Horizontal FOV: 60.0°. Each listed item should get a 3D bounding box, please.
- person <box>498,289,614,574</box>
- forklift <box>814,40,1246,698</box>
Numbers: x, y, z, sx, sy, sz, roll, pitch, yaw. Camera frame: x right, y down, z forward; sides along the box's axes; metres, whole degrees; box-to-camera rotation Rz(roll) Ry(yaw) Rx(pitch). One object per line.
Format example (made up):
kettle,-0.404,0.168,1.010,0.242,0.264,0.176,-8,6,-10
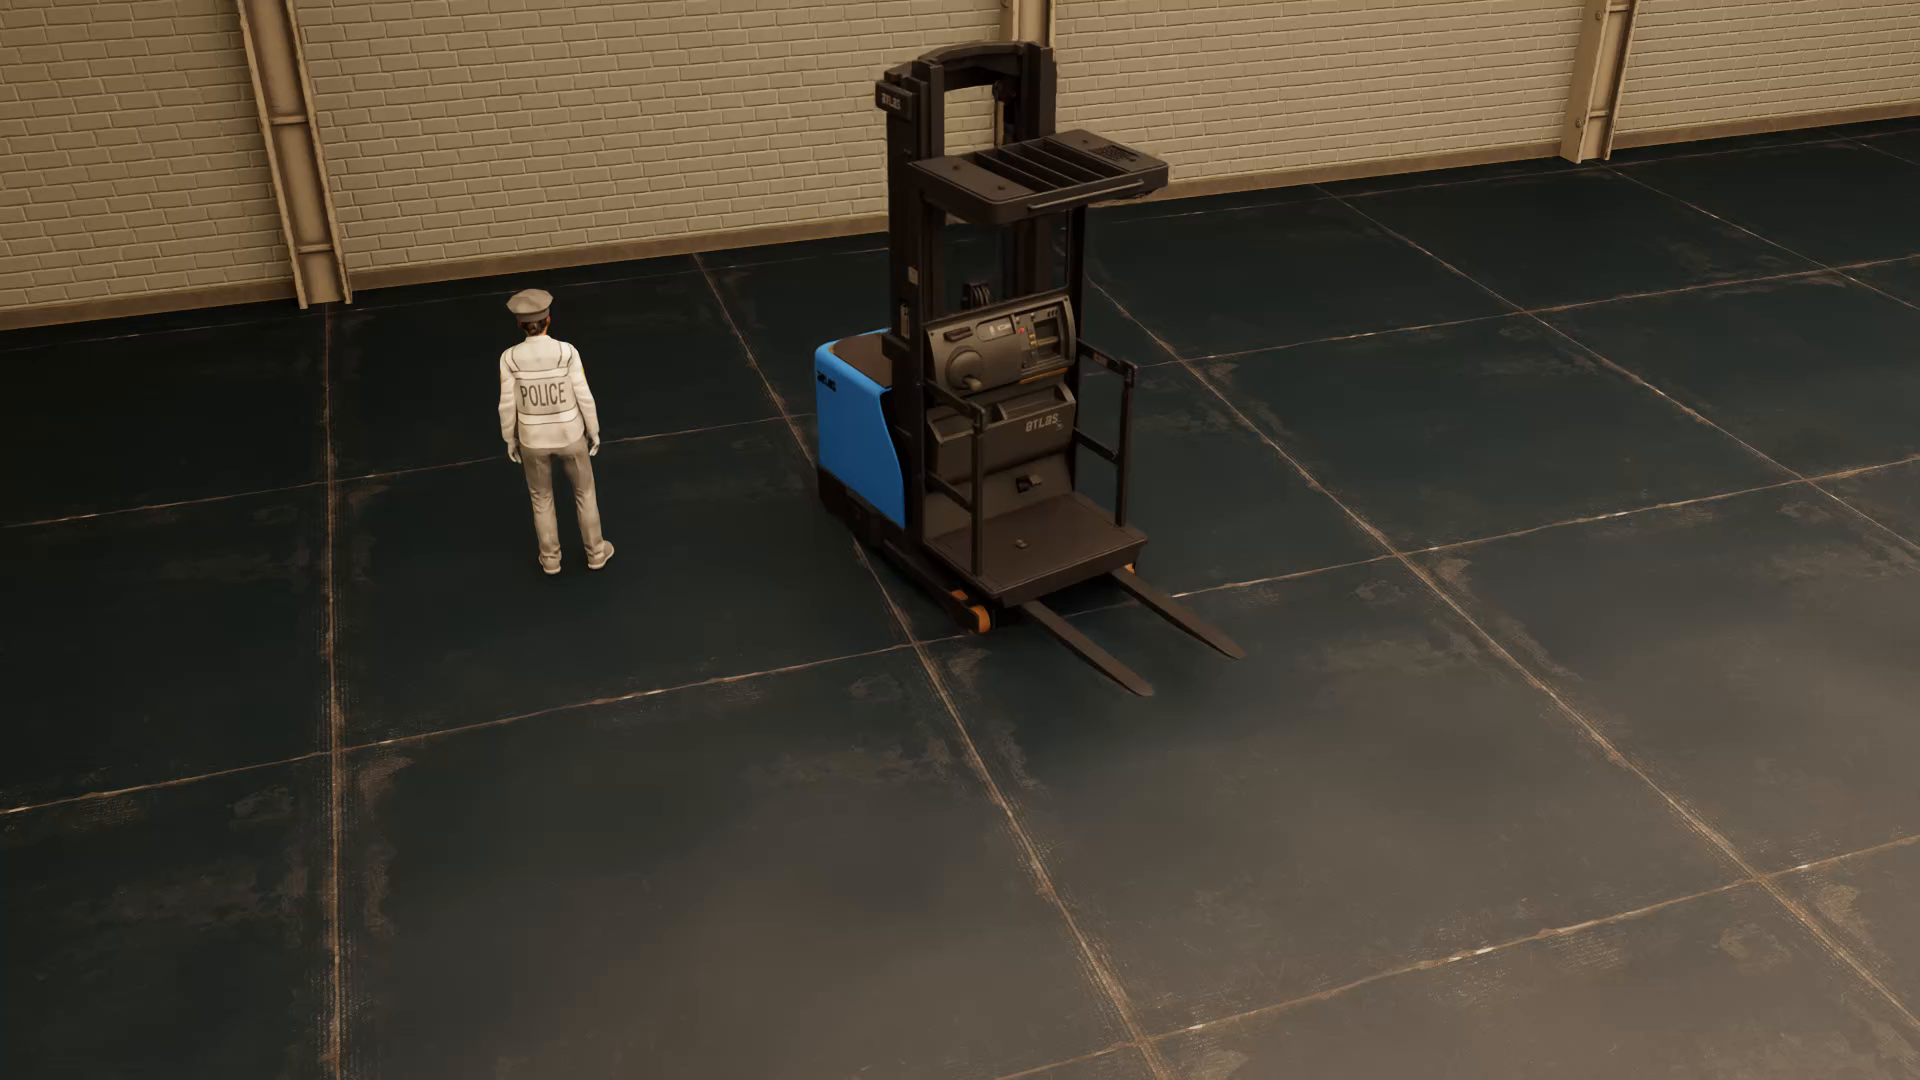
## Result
person,-2.297,-0.574,9.360,0.530,1.662,0.376,-5,30,-9
forklift,0.352,-1.019,8.858,1.130,2.935,3.031,-18,35,-29
